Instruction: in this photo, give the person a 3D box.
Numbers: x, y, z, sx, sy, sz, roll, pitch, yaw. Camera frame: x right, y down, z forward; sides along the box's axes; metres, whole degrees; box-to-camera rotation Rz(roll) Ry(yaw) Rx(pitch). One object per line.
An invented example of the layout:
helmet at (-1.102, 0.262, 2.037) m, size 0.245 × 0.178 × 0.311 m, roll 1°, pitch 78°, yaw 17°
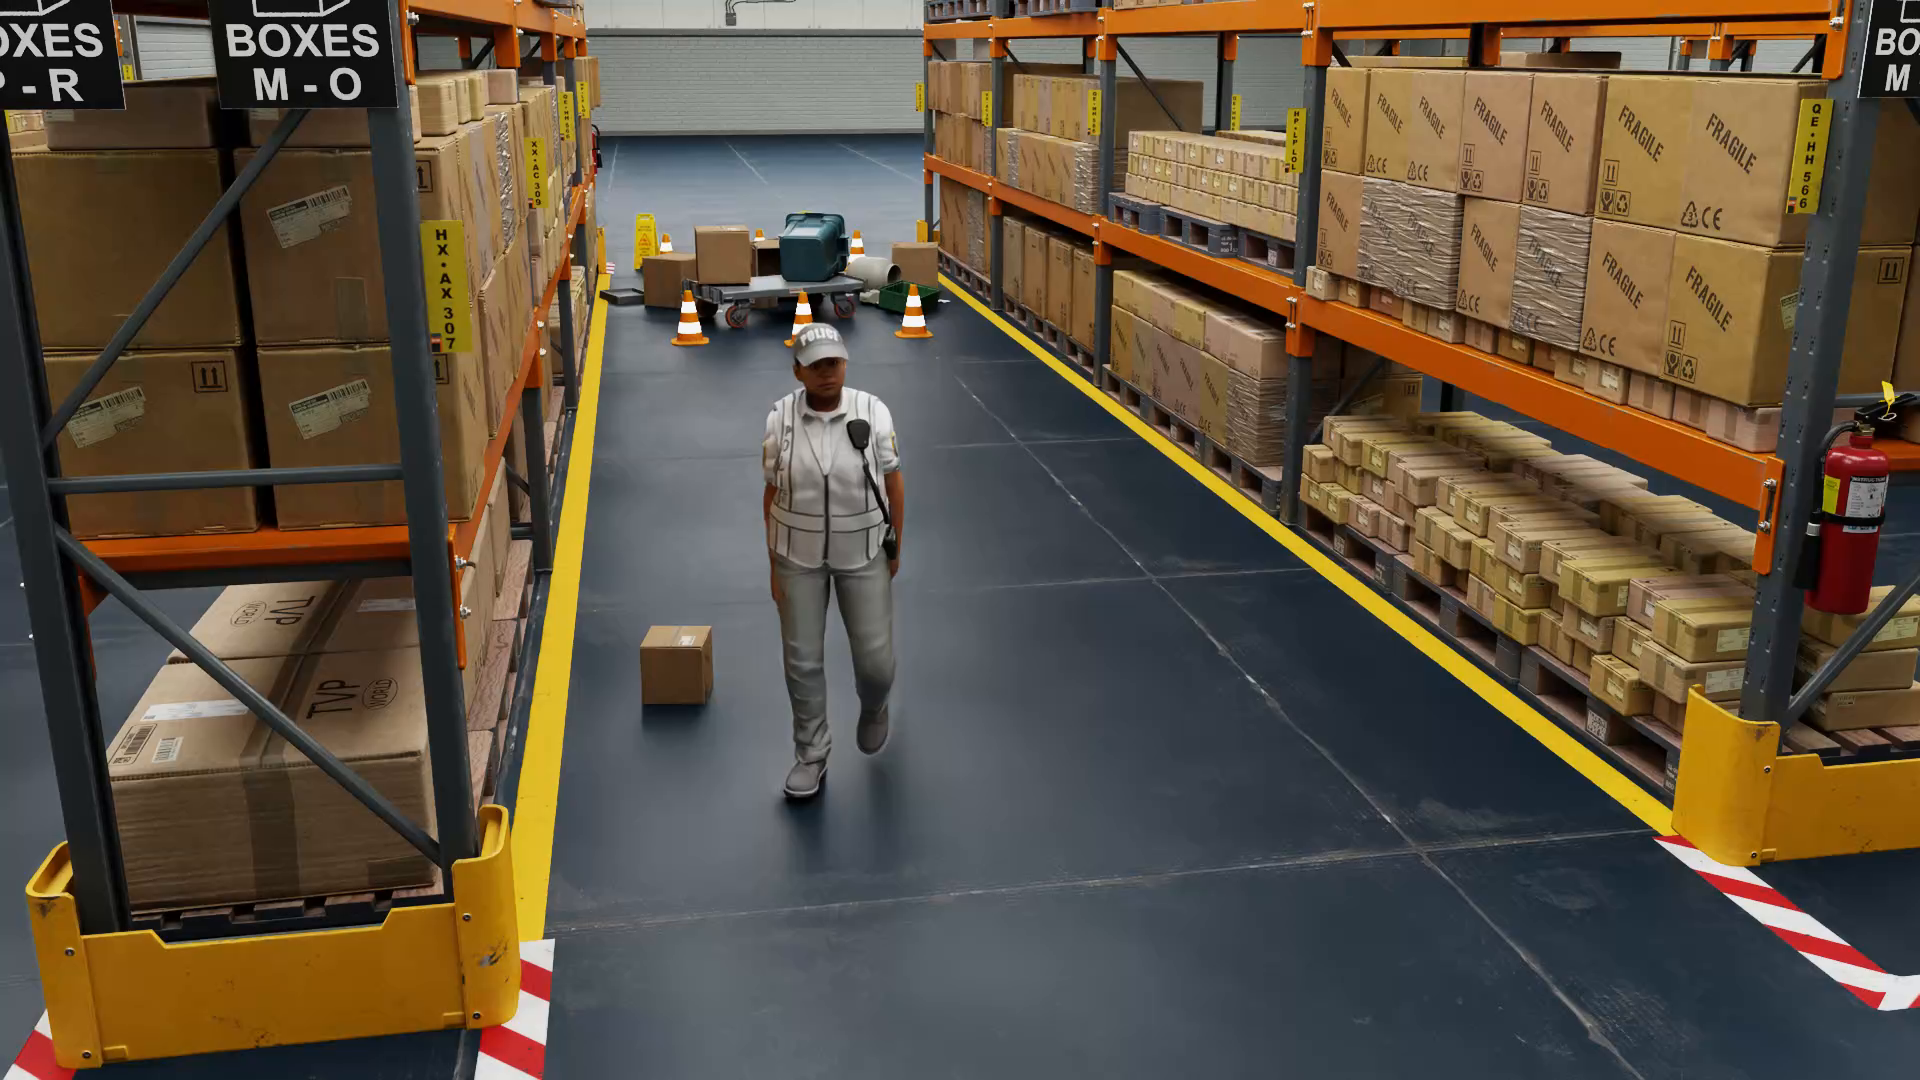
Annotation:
person at (-0.435, 0.050, 5.809) m, size 0.481 × 1.648 × 0.515 m, roll 0°, pitch 16°, yaw 0°
